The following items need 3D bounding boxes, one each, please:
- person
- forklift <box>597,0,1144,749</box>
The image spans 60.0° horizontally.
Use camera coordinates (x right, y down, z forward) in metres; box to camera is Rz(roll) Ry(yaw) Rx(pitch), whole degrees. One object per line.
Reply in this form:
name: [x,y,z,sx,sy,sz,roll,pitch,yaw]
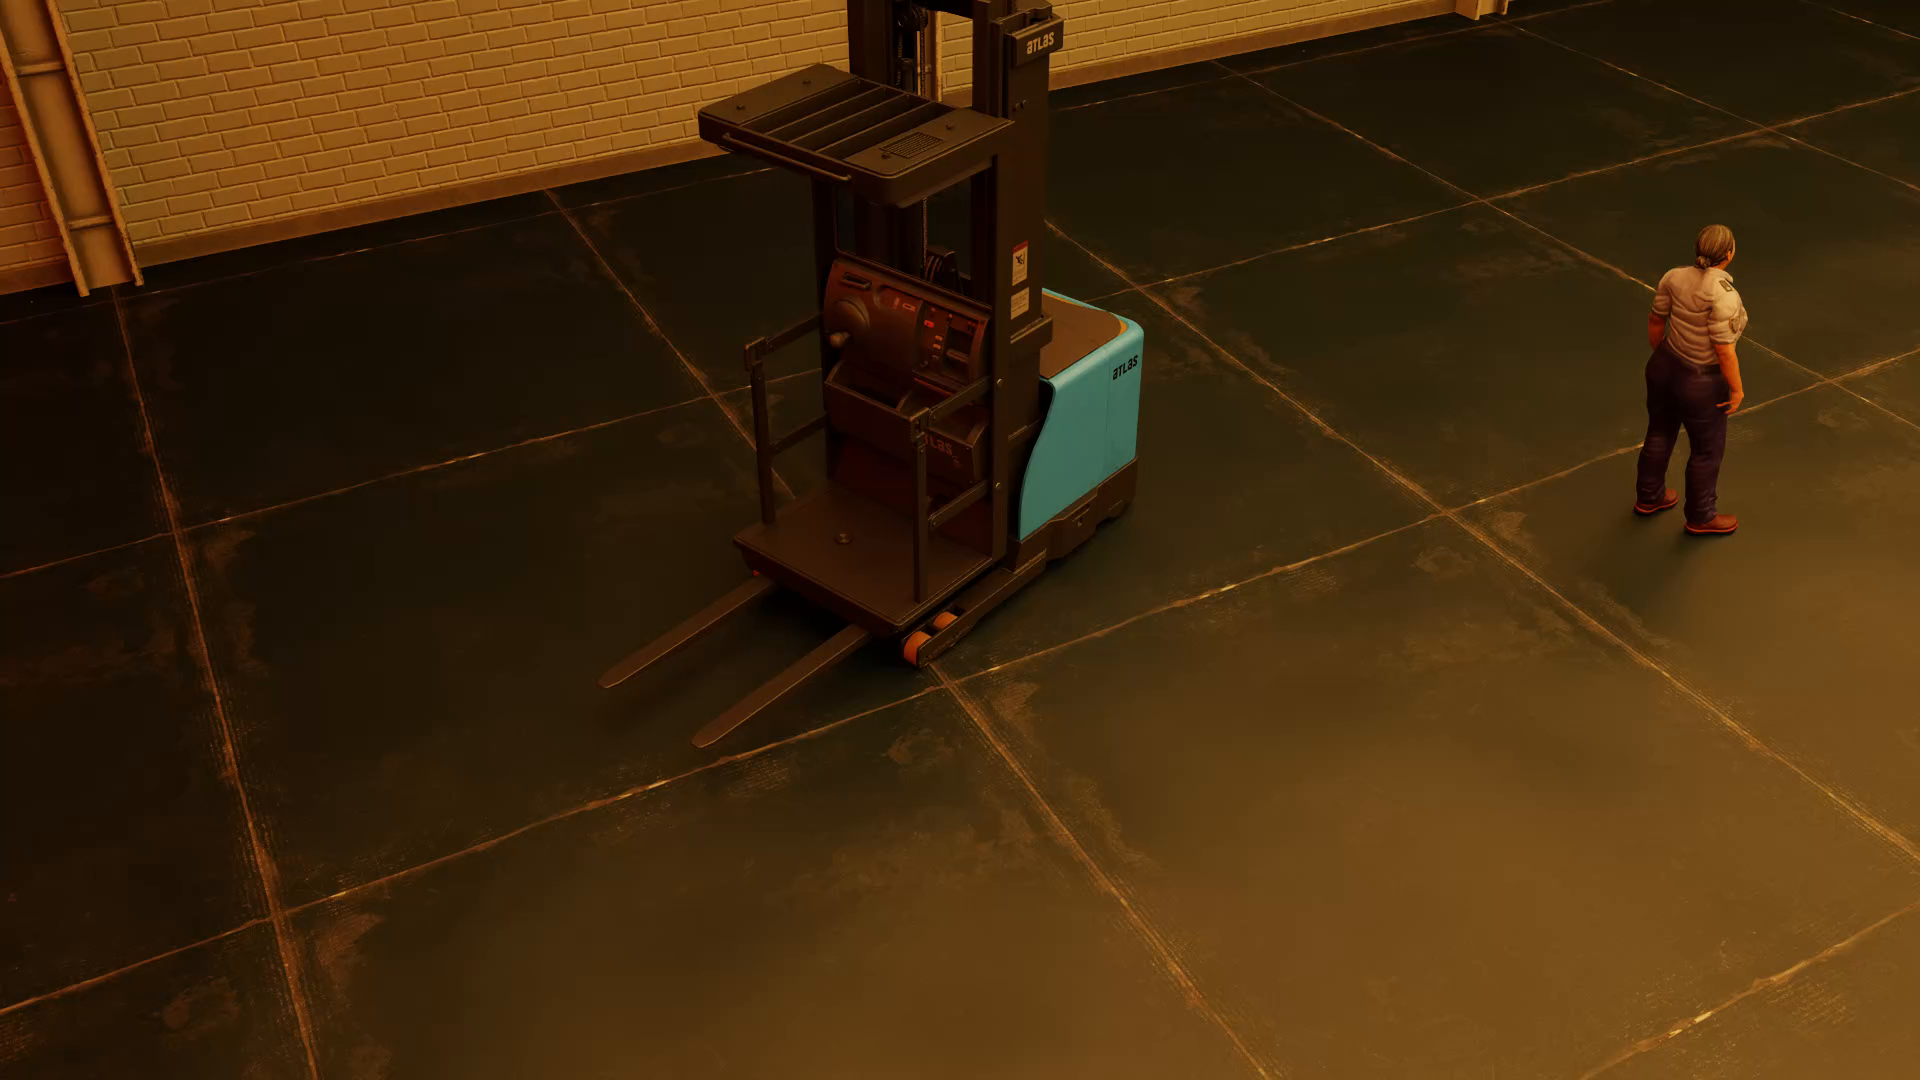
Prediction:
person: [3.758,-0.826,8.392,0.502,1.651,0.598,-15,38,-20]
forklift: [-0.390,-0.927,7.434,1.130,2.935,3.031,26,43,31]
